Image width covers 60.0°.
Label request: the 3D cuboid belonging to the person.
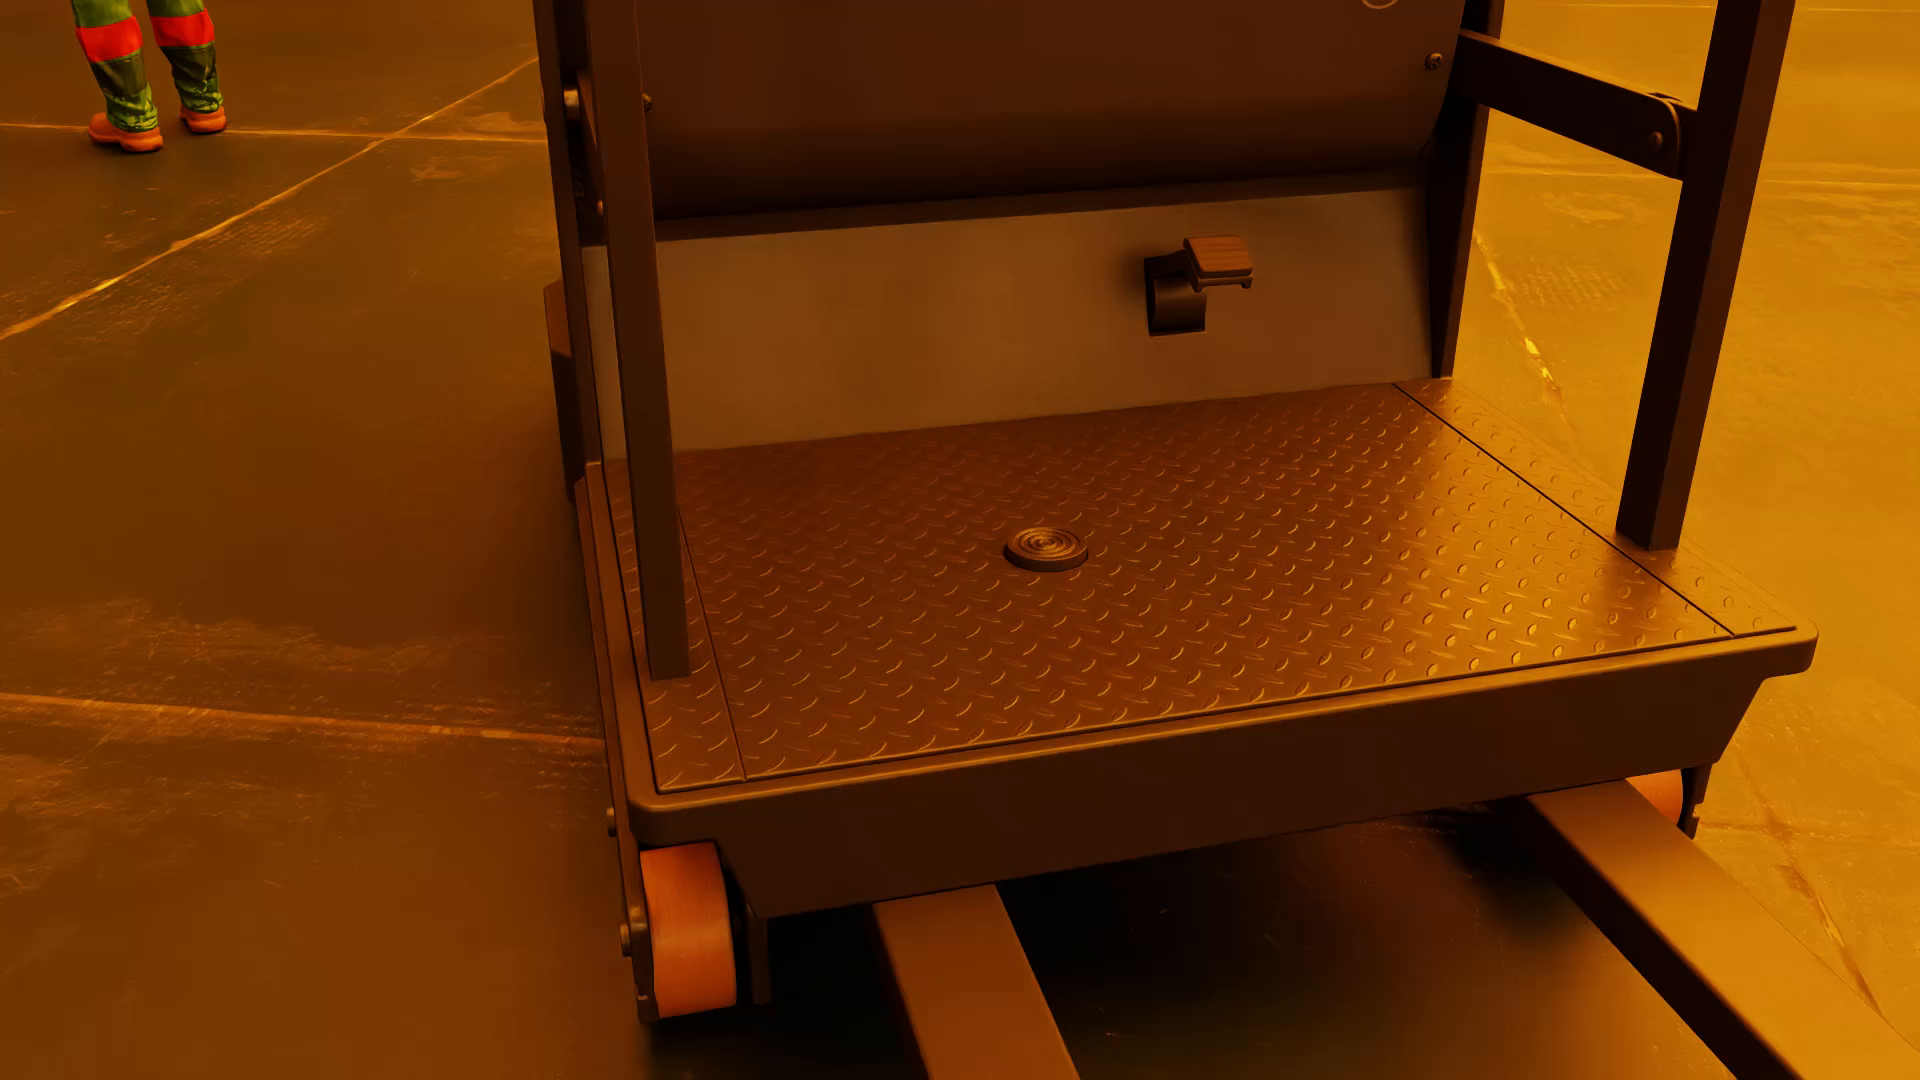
[{"bbox_3d":[-2.354,-1.940,4.374,0.638,1.782,0.564,-21,34,-36],"label":"person"}]

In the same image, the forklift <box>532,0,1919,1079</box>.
[{"bbox_3d":[0.153,-1.049,1.319,1.130,2.935,3.031,-7,27,-13],"label":"forklift"}]
